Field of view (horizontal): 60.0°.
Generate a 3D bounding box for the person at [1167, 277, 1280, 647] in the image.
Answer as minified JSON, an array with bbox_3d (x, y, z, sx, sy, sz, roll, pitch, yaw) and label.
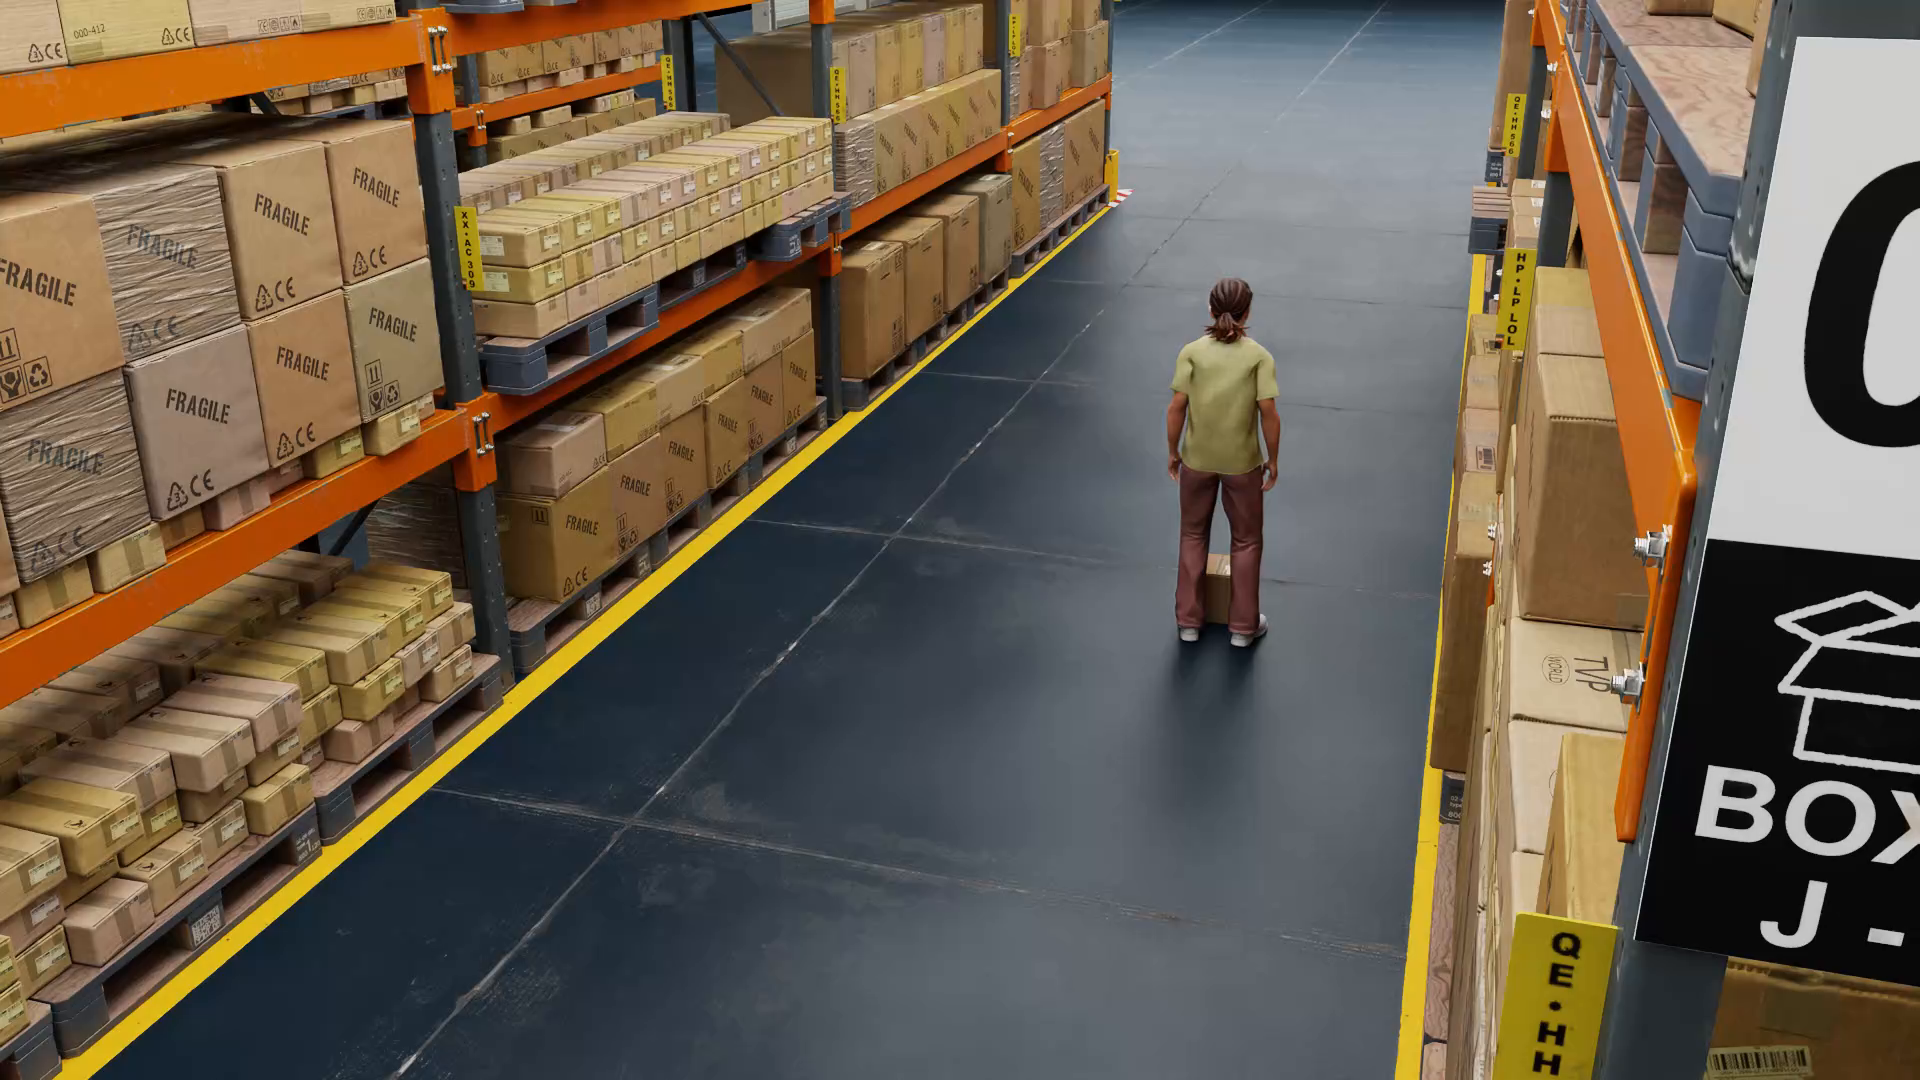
[{"bbox_3d":[1.171,-0.338,7.426,0.499,1.673,0.357,7,23,16],"label":"person"}]
